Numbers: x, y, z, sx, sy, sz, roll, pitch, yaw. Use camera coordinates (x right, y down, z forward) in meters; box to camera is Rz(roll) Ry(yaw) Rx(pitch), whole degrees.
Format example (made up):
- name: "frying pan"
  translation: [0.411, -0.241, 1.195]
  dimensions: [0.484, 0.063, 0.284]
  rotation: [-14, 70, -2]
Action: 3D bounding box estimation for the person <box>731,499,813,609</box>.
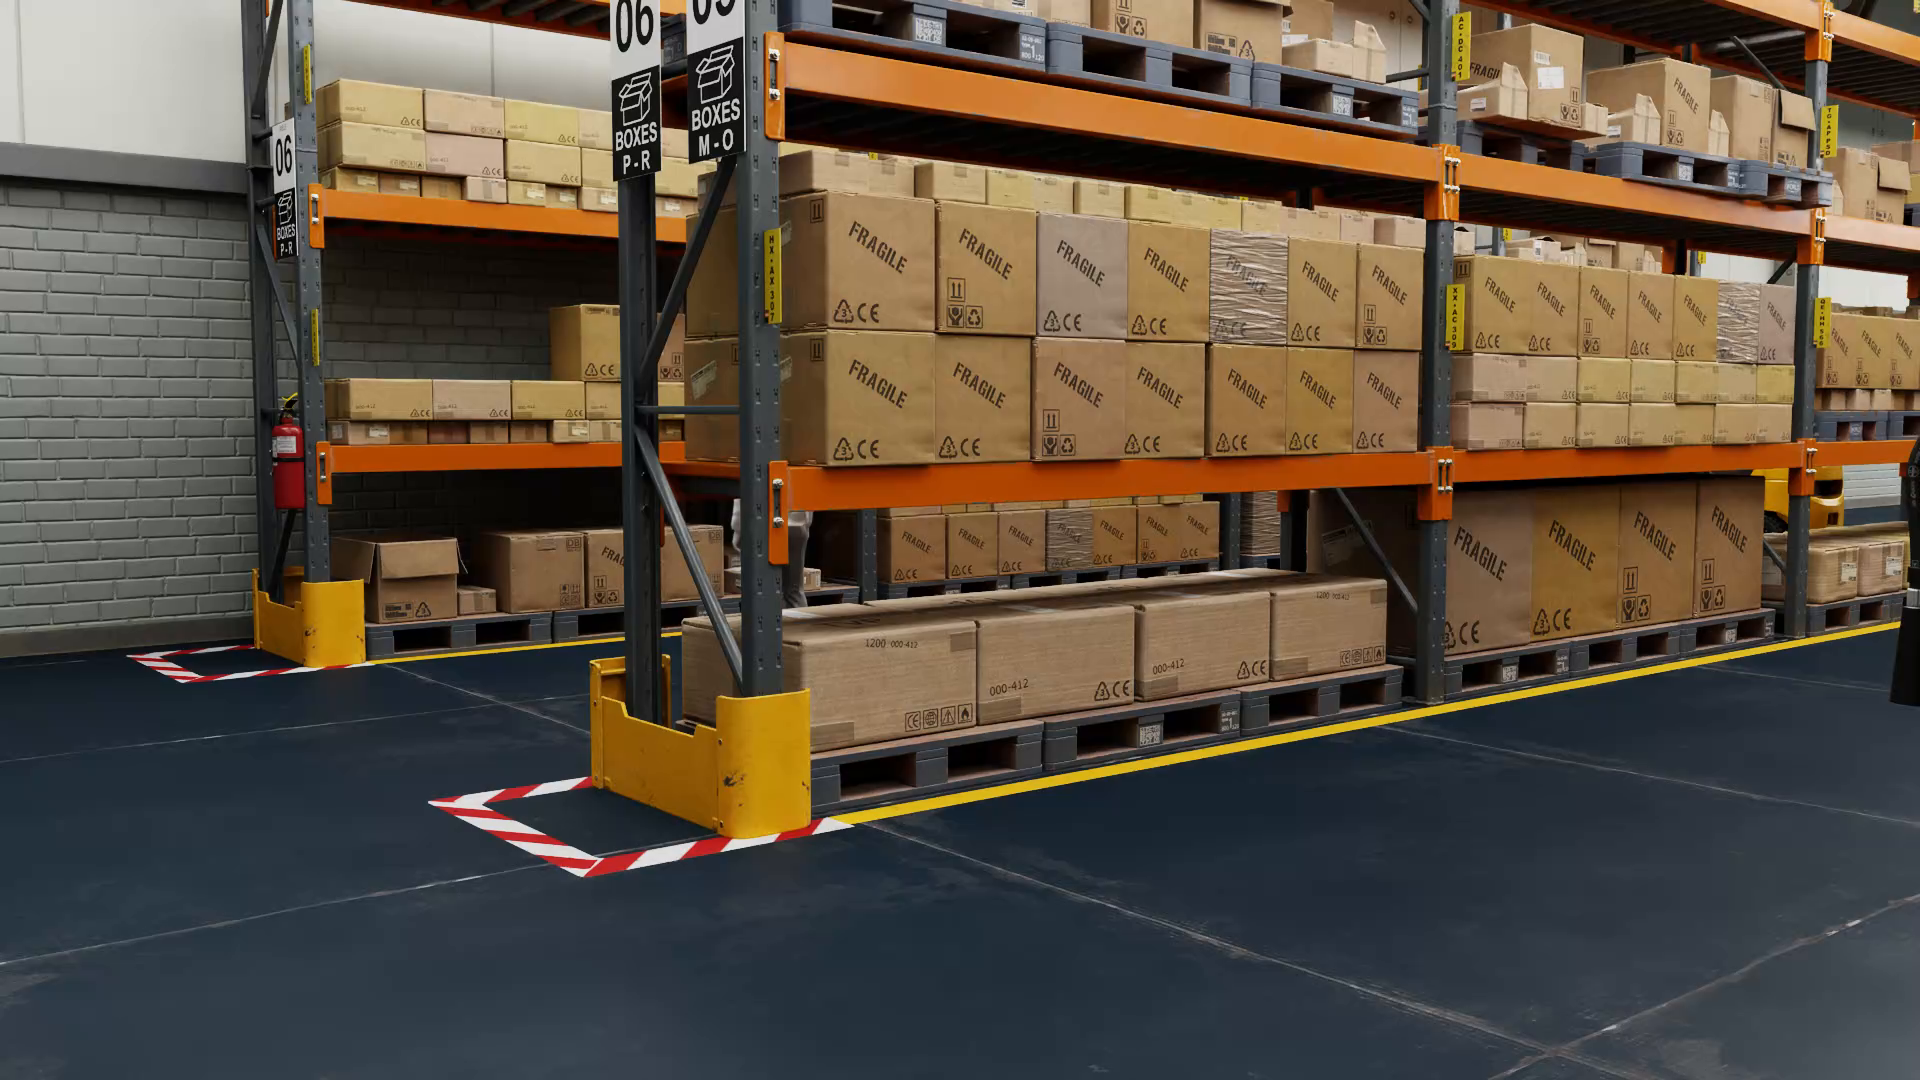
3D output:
- name: "person"
  translation: [-1.070, -0.059, 9.483]
  dimensions: [0.528, 1.664, 0.403]
  rotation: [-4, 6, -39]
